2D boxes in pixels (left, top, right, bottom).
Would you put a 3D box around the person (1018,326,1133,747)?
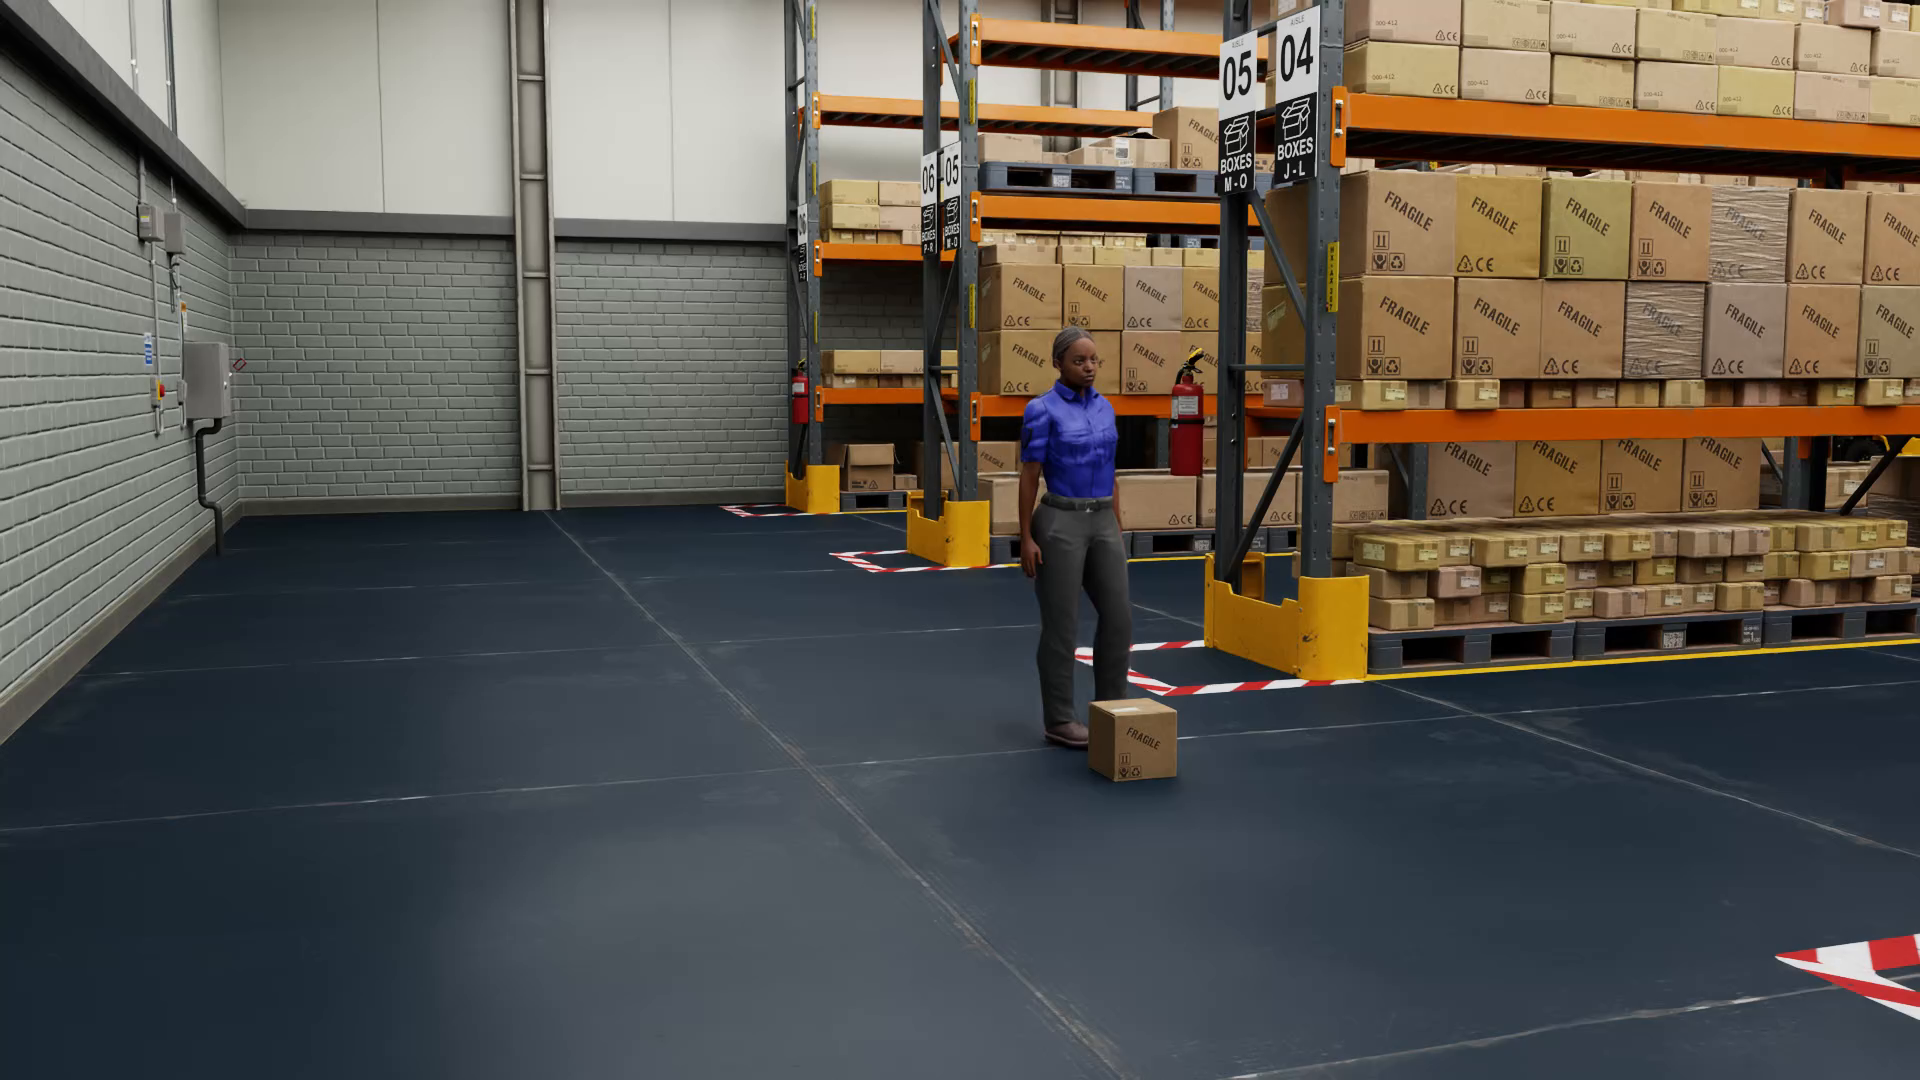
[{"bbox_3d":[0.502,0.010,6.608,0.520,1.708,0.372,-4,7,-35],"label":"person"}]
